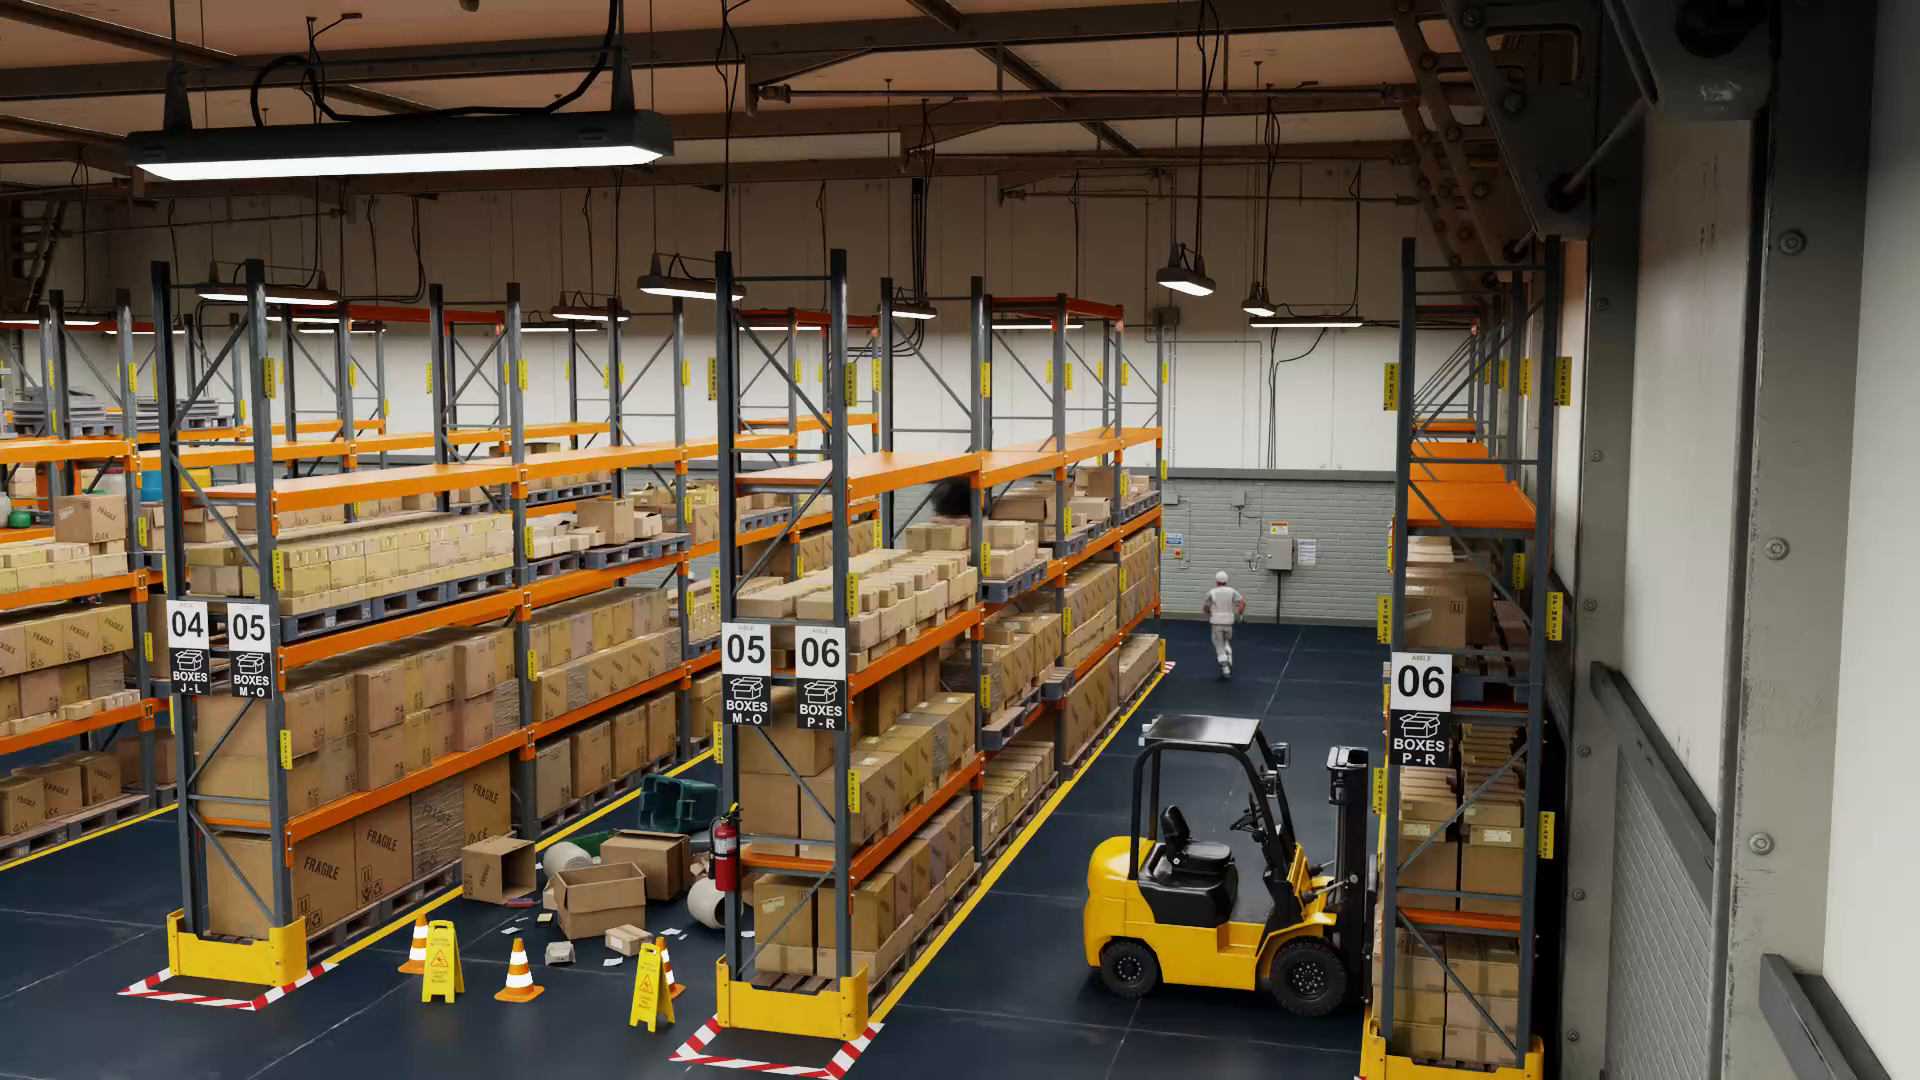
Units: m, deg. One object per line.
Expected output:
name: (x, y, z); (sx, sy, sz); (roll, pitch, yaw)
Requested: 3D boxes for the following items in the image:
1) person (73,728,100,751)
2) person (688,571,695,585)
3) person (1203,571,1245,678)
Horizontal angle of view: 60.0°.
person: (-11.505, 1.995, 21.748); (0.651, 1.740, 0.602); (0, 6, -3)
person: (-4.421, 1.403, 27.097); (0.681, 1.796, 0.903); (2, 6, 15)
person: (4.317, 1.385, 27.435); (0.644, 1.770, 0.664); (-1, 6, -7)
